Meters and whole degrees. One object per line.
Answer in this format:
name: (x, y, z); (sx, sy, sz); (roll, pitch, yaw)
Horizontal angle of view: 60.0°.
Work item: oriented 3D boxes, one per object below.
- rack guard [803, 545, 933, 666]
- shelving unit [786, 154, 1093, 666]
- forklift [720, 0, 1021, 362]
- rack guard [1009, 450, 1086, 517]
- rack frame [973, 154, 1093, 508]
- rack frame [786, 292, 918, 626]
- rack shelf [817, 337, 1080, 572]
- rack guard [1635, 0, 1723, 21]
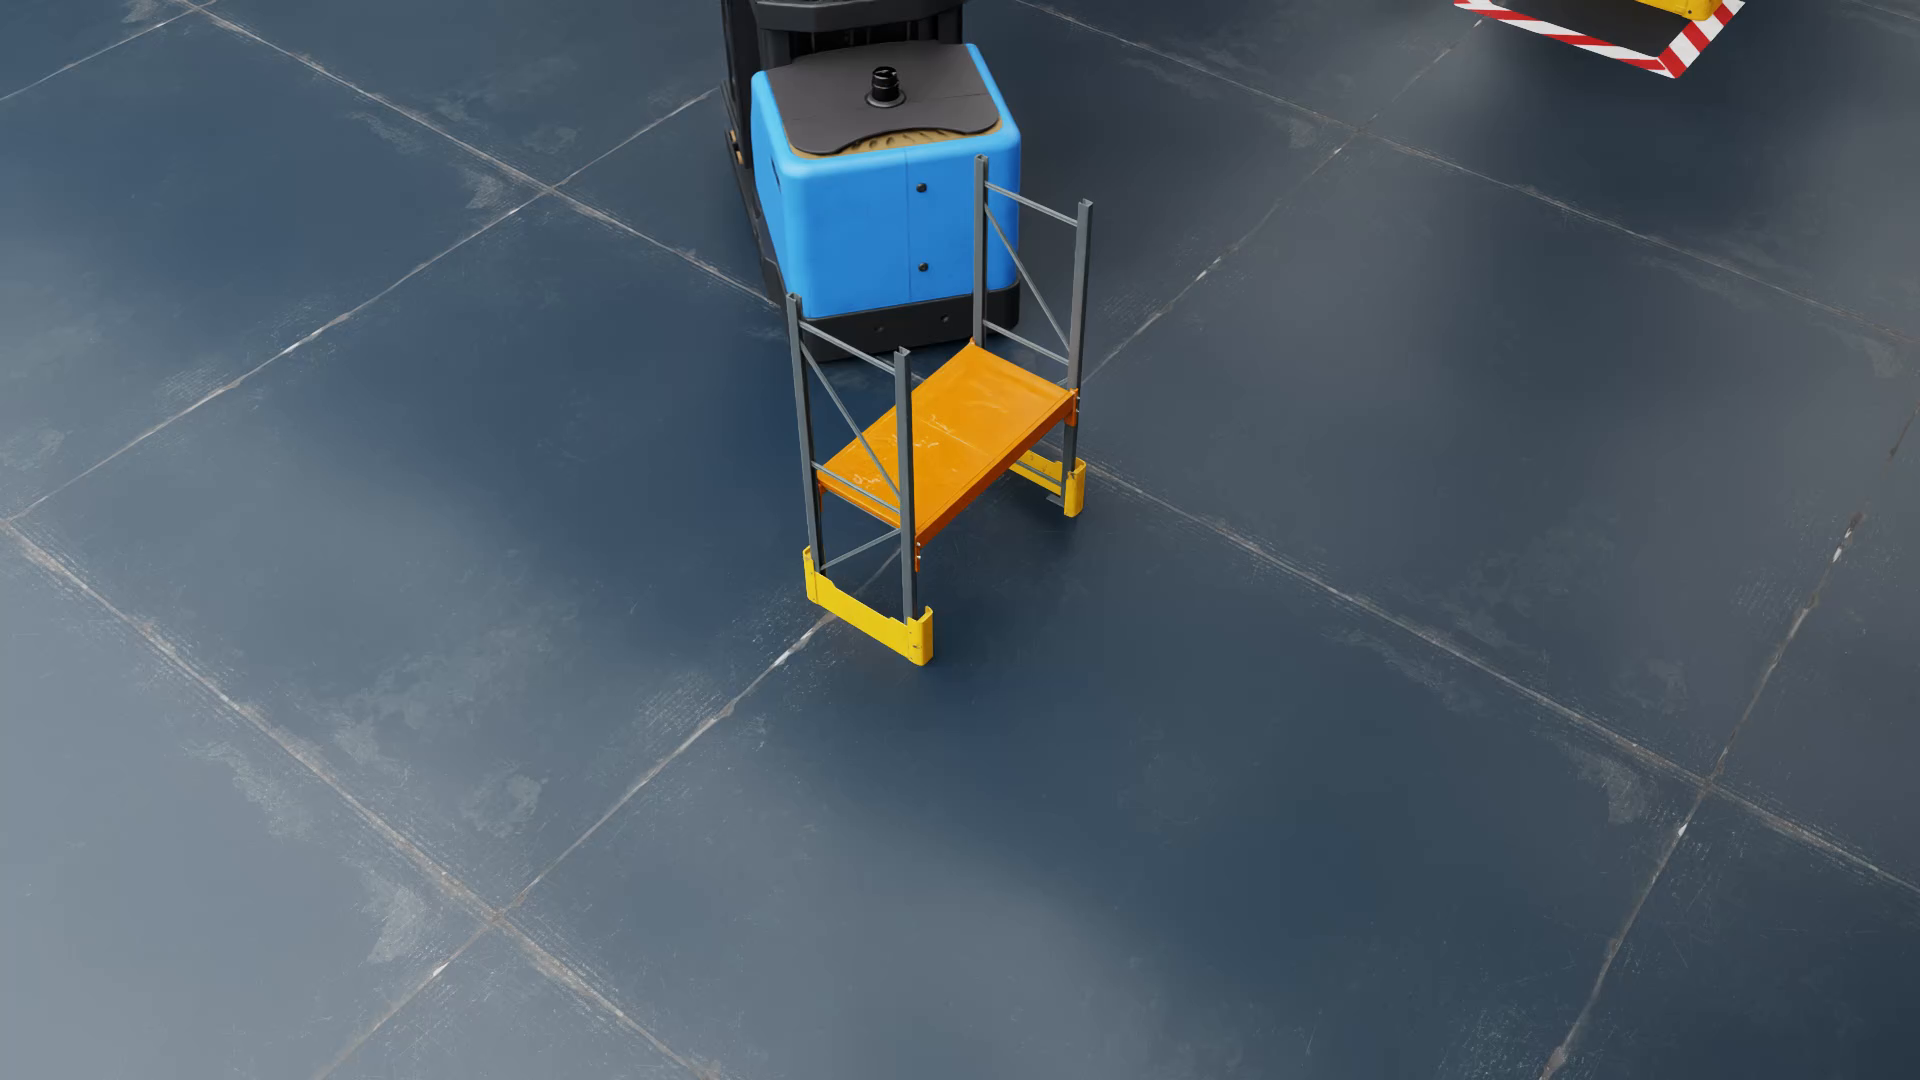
rack guard: (-0.351, 0.242, 6.346); (0.587, 0.250, 0.087); (29, 53, 25)
shelving unit: (4.625, -4.951, 10.235); (0.587, 1.800, 16.366); (29, 53, 25)
forklift: (-0.588, -2.891, 7.485); (1.130, 2.935, 3.031); (-10, 47, -10)
rack guard: (0.258, -0.328, 6.890); (0.587, 0.250, 0.087); (29, 53, 25)
rack frame: (0.259, -0.760, 6.439); (0.500, 1.500, 0.032); (29, 53, 25)
rack frame: (4.636, -4.949, 10.233); (0.520, 1.800, 16.358); (29, 53, 25)
rack shelf: (-0.052, -0.345, 6.291); (0.538, 0.185, 1.000); (29, 53, 25)
rack guard: (3.935, -3.511, 9.758); (1.175, 0.500, 0.348); (29, 53, 25)
